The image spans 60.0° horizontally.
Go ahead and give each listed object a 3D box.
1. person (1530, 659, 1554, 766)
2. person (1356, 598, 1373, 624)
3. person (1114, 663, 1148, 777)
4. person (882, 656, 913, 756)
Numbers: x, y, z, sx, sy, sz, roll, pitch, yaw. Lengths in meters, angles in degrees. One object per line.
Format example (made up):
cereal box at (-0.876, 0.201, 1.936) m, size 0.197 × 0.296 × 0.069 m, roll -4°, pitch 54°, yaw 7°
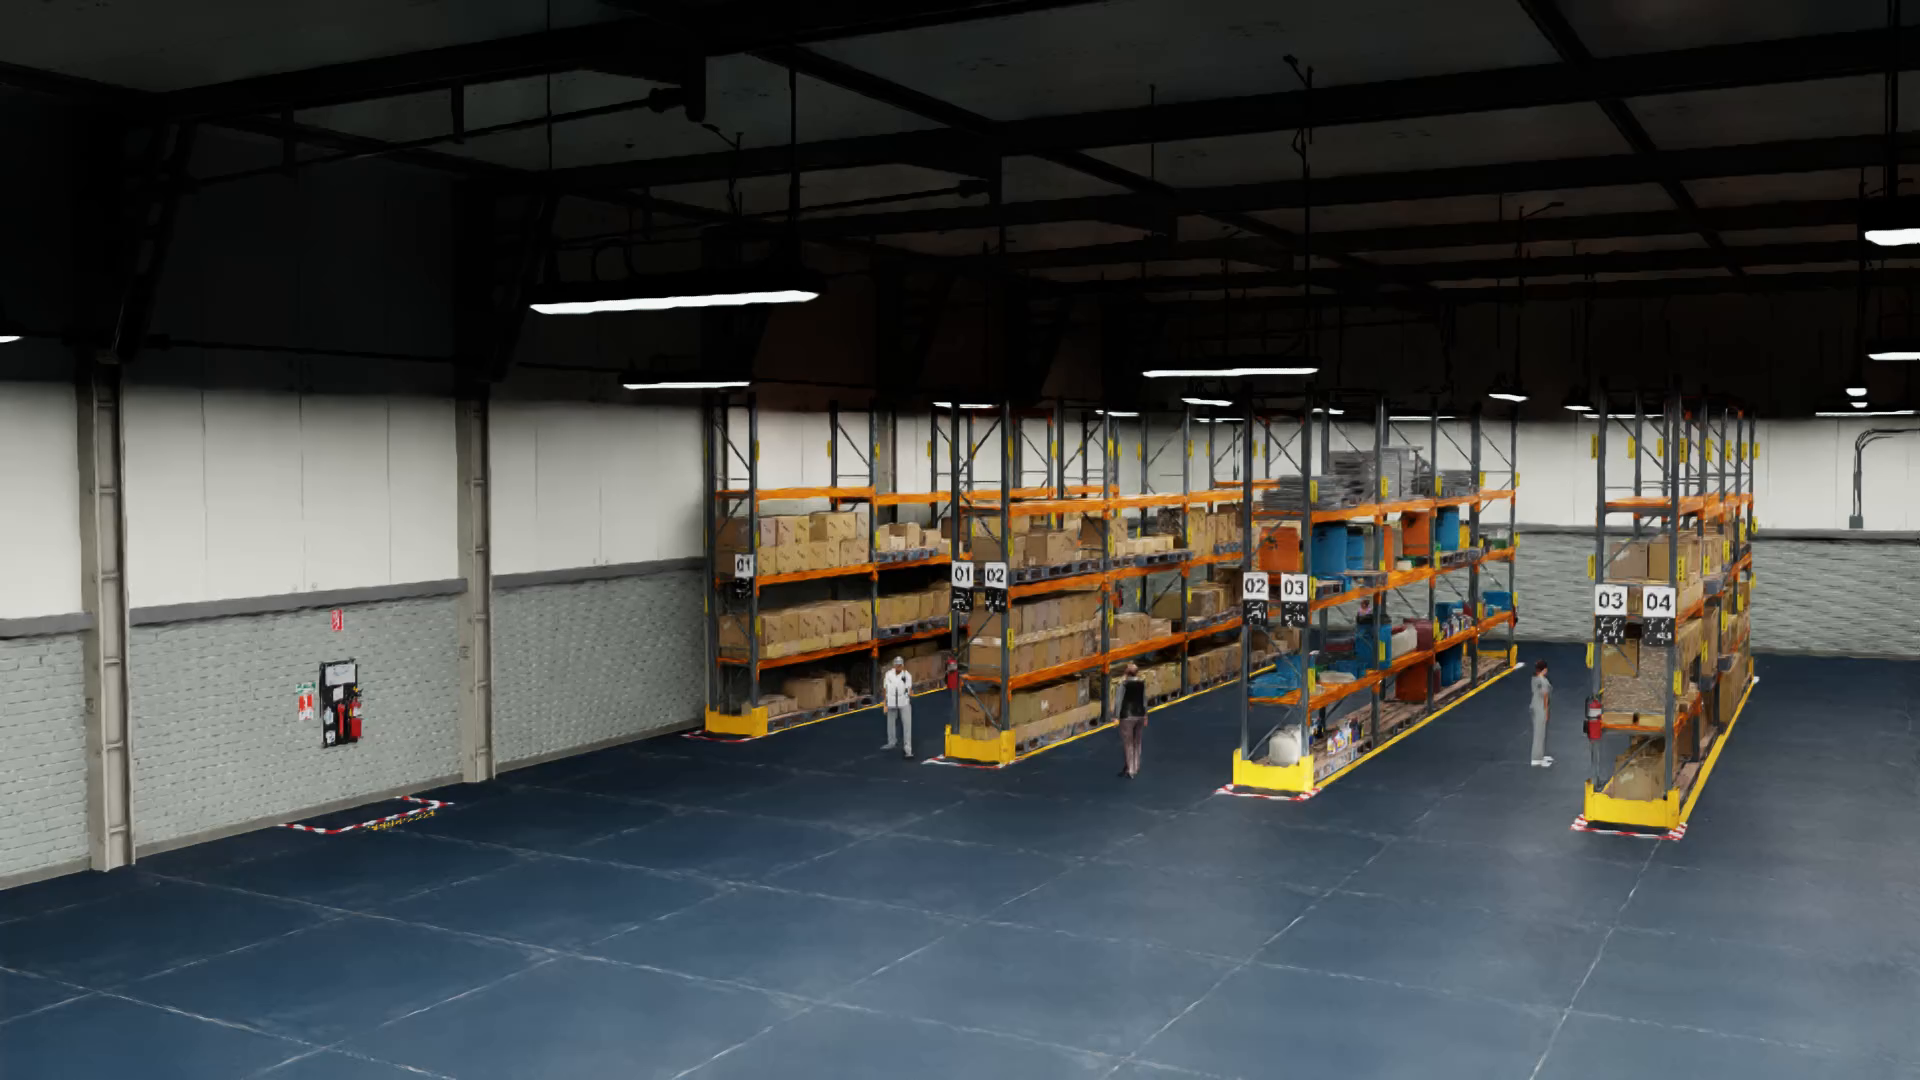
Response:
person at (9.265, 2.724, 26.415) m, size 0.441 × 1.675 × 0.496 m, roll 0°, pitch 3°, yaw -3°
person at (9.535, 2.113, 39.193) m, size 0.417 × 1.517 × 1.037 m, roll 2°, pitch 4°, yaw 31°
person at (2.618, 2.750, 25.552) m, size 0.615 × 1.722 × 0.555 m, roll -2°, pitch 4°, yaw -32°
person at (-1.029, 2.707, 27.325) m, size 0.598 × 1.624 × 0.913 m, roll 0°, pitch 3°, yaw 5°
